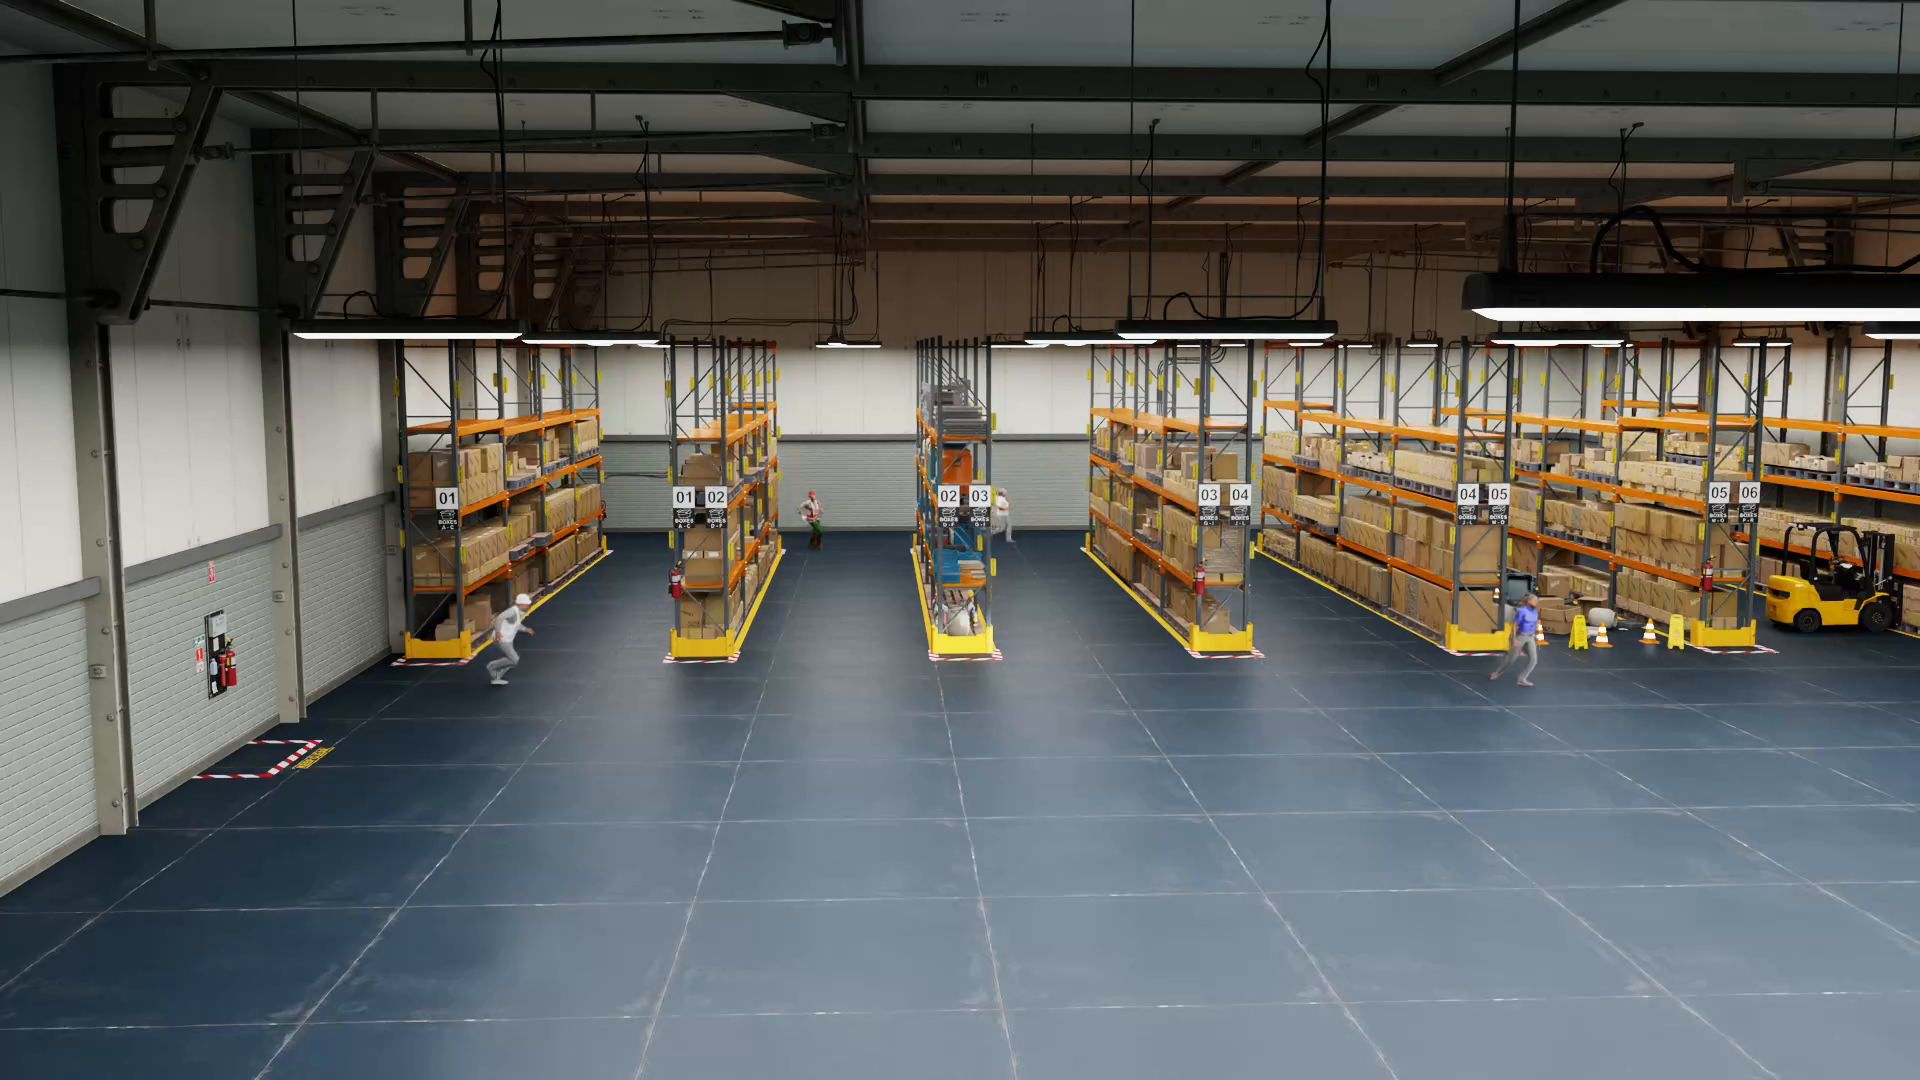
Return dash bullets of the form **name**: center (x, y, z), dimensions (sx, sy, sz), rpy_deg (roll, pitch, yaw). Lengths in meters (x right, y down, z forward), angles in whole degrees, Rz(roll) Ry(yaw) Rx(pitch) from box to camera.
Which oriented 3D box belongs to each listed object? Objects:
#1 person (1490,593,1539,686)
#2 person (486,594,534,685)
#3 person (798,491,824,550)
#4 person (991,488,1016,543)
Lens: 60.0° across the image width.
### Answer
- **person**: center (9.586, 1.686, 28.566), dimensions (0.707, 1.574, 0.659), rpy_deg (-2, 7, -19)
- **person**: center (-7.710, 1.712, 28.451), dimensions (0.824, 1.590, 0.687), rpy_deg (0, 7, 4)
- **person**: center (-4.238, -0.560, 47.968), dimensions (0.715, 1.732, 0.782), rpy_deg (4, 8, 33)
- **person**: center (1.268, -0.721, 49.535), dimensions (0.808, 1.635, 0.629), rpy_deg (1, 7, 8)
